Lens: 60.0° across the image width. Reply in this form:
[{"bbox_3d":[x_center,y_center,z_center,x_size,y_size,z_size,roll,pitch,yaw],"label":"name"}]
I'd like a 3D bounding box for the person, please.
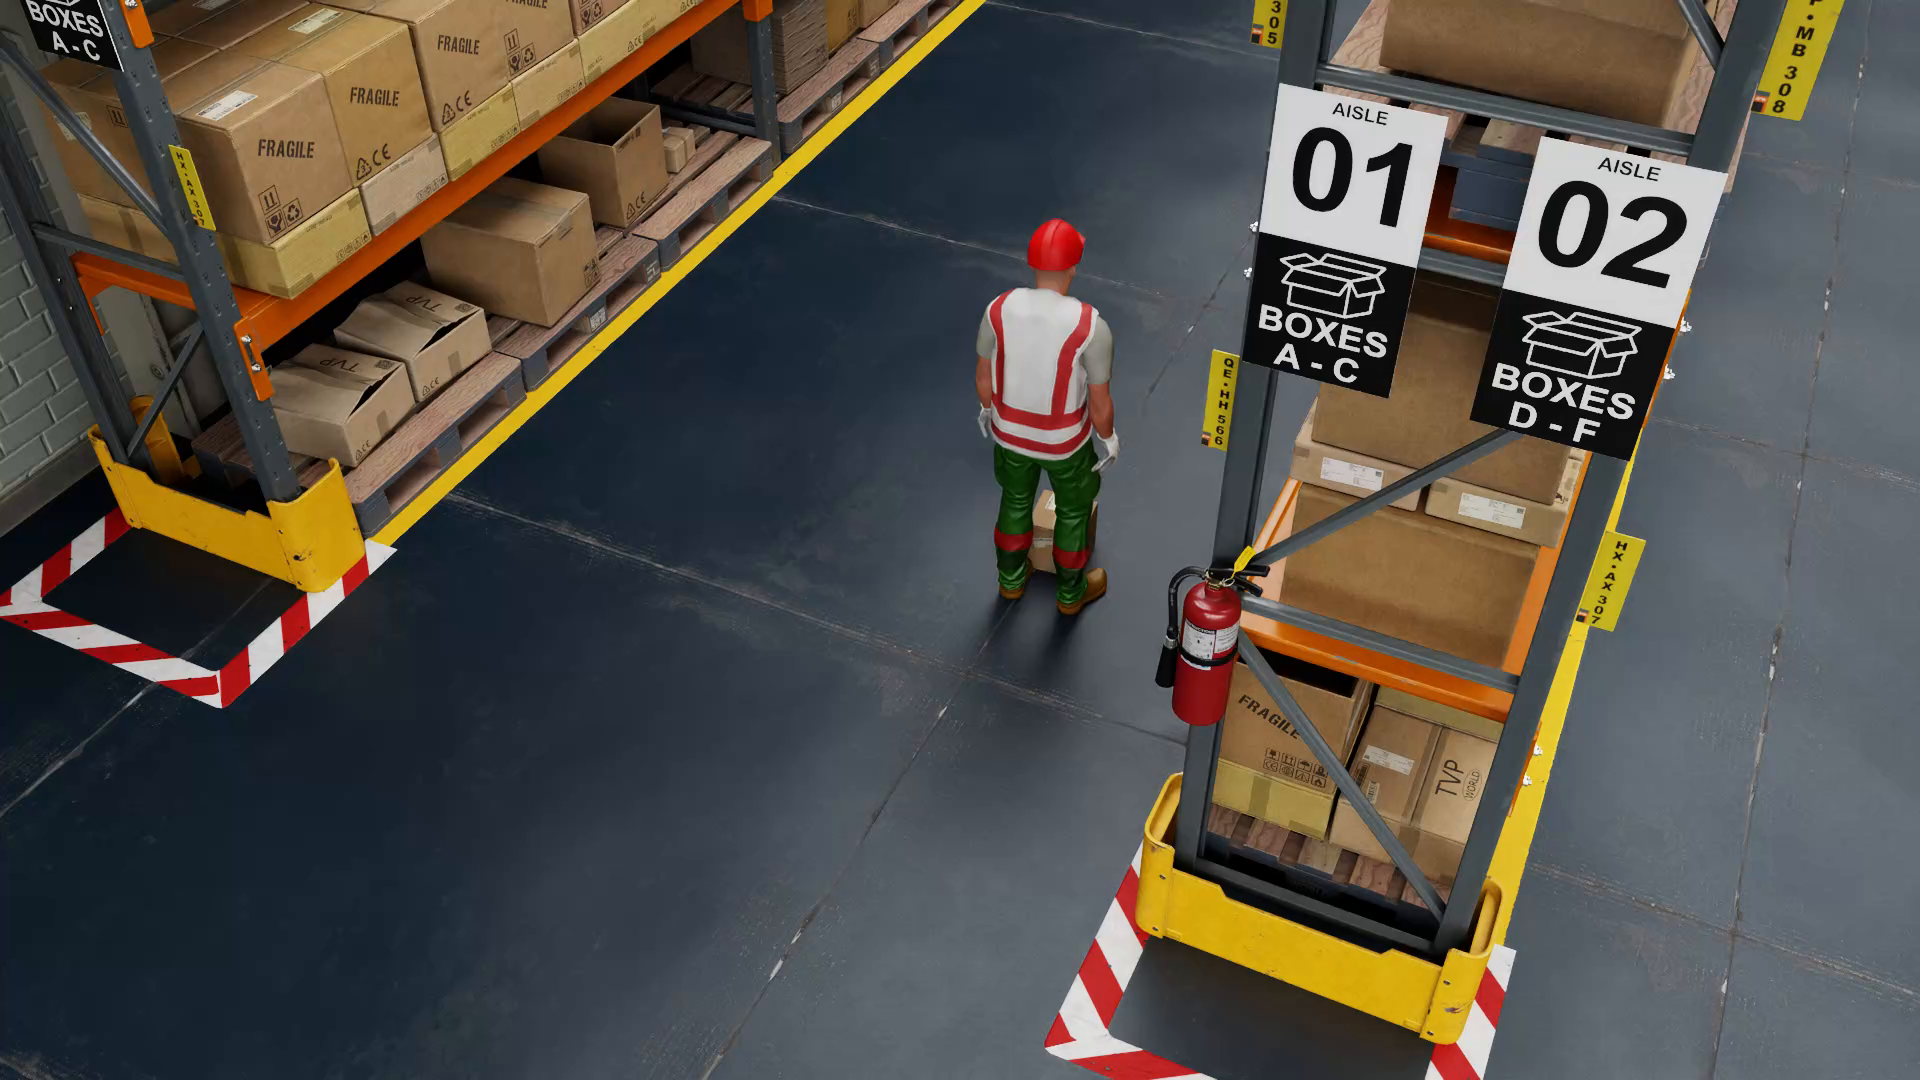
[{"bbox_3d":[0.351,-0.455,6.661,0.603,1.778,0.451,17,44,18],"label":"person"}]
